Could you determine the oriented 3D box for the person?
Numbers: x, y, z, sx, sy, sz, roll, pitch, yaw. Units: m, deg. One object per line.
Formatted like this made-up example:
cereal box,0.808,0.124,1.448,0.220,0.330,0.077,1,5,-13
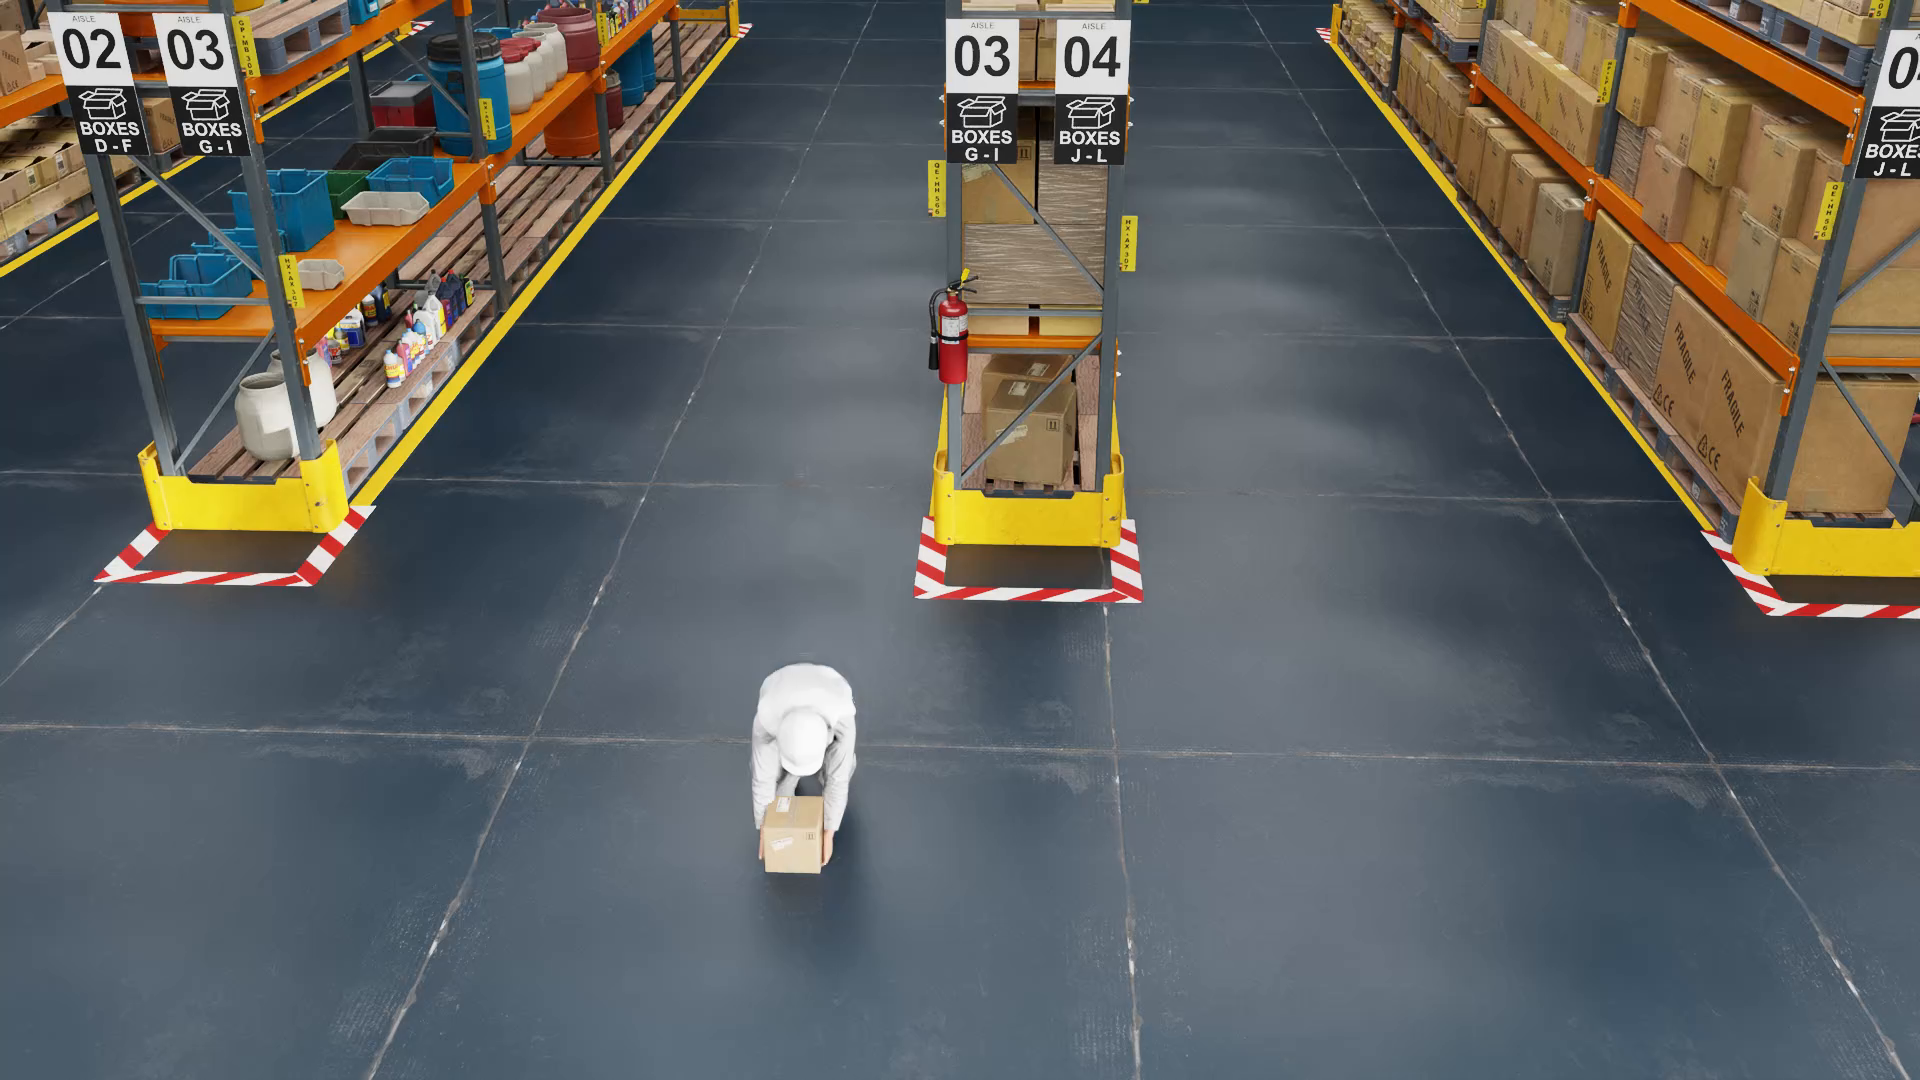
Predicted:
person,-0.731,0.983,7.834,0.508,0.851,0.948,1,28,2
